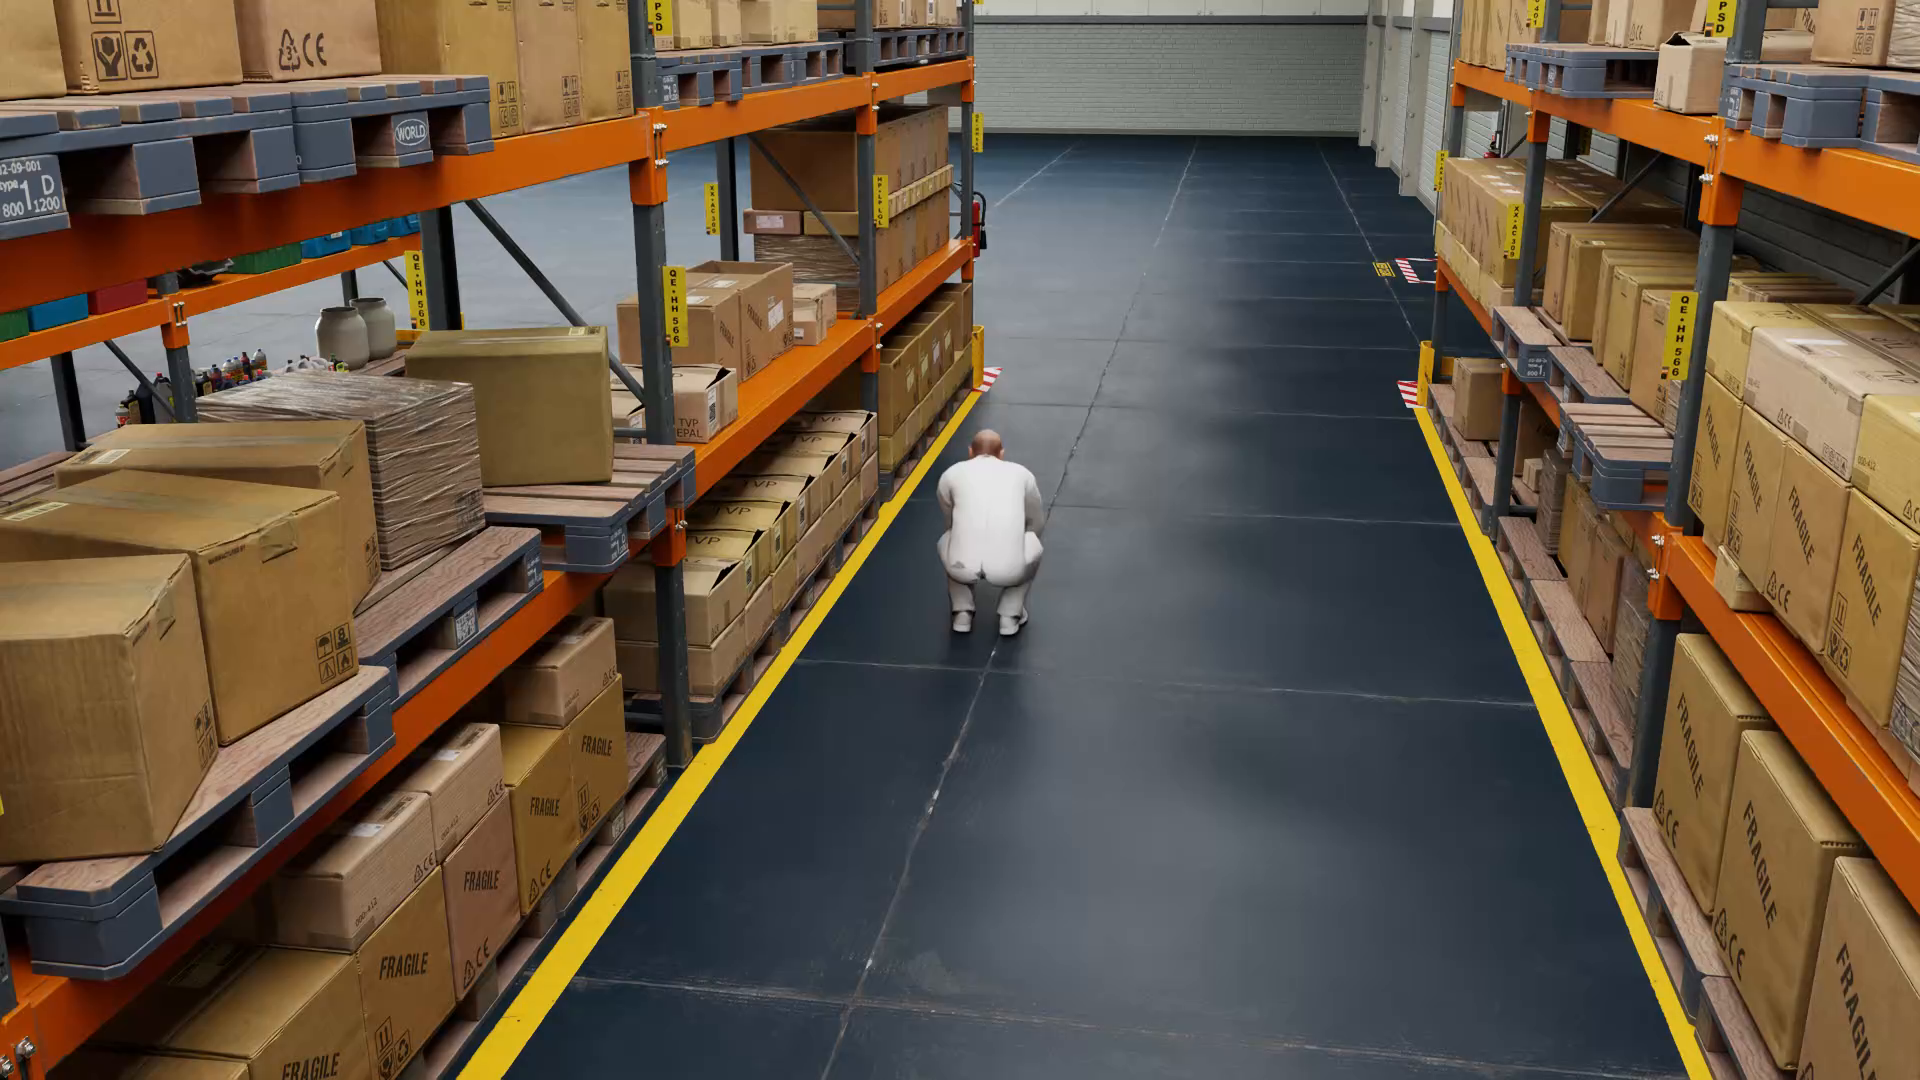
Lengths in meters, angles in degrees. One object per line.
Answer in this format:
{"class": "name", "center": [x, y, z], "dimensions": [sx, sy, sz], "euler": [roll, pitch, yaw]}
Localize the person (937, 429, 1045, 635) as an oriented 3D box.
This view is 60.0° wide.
{"class": "person", "center": [0.163, -0.058, 9.060], "dimensions": [0.605, 0.995, 0.906], "euler": [3, 18, 9]}
